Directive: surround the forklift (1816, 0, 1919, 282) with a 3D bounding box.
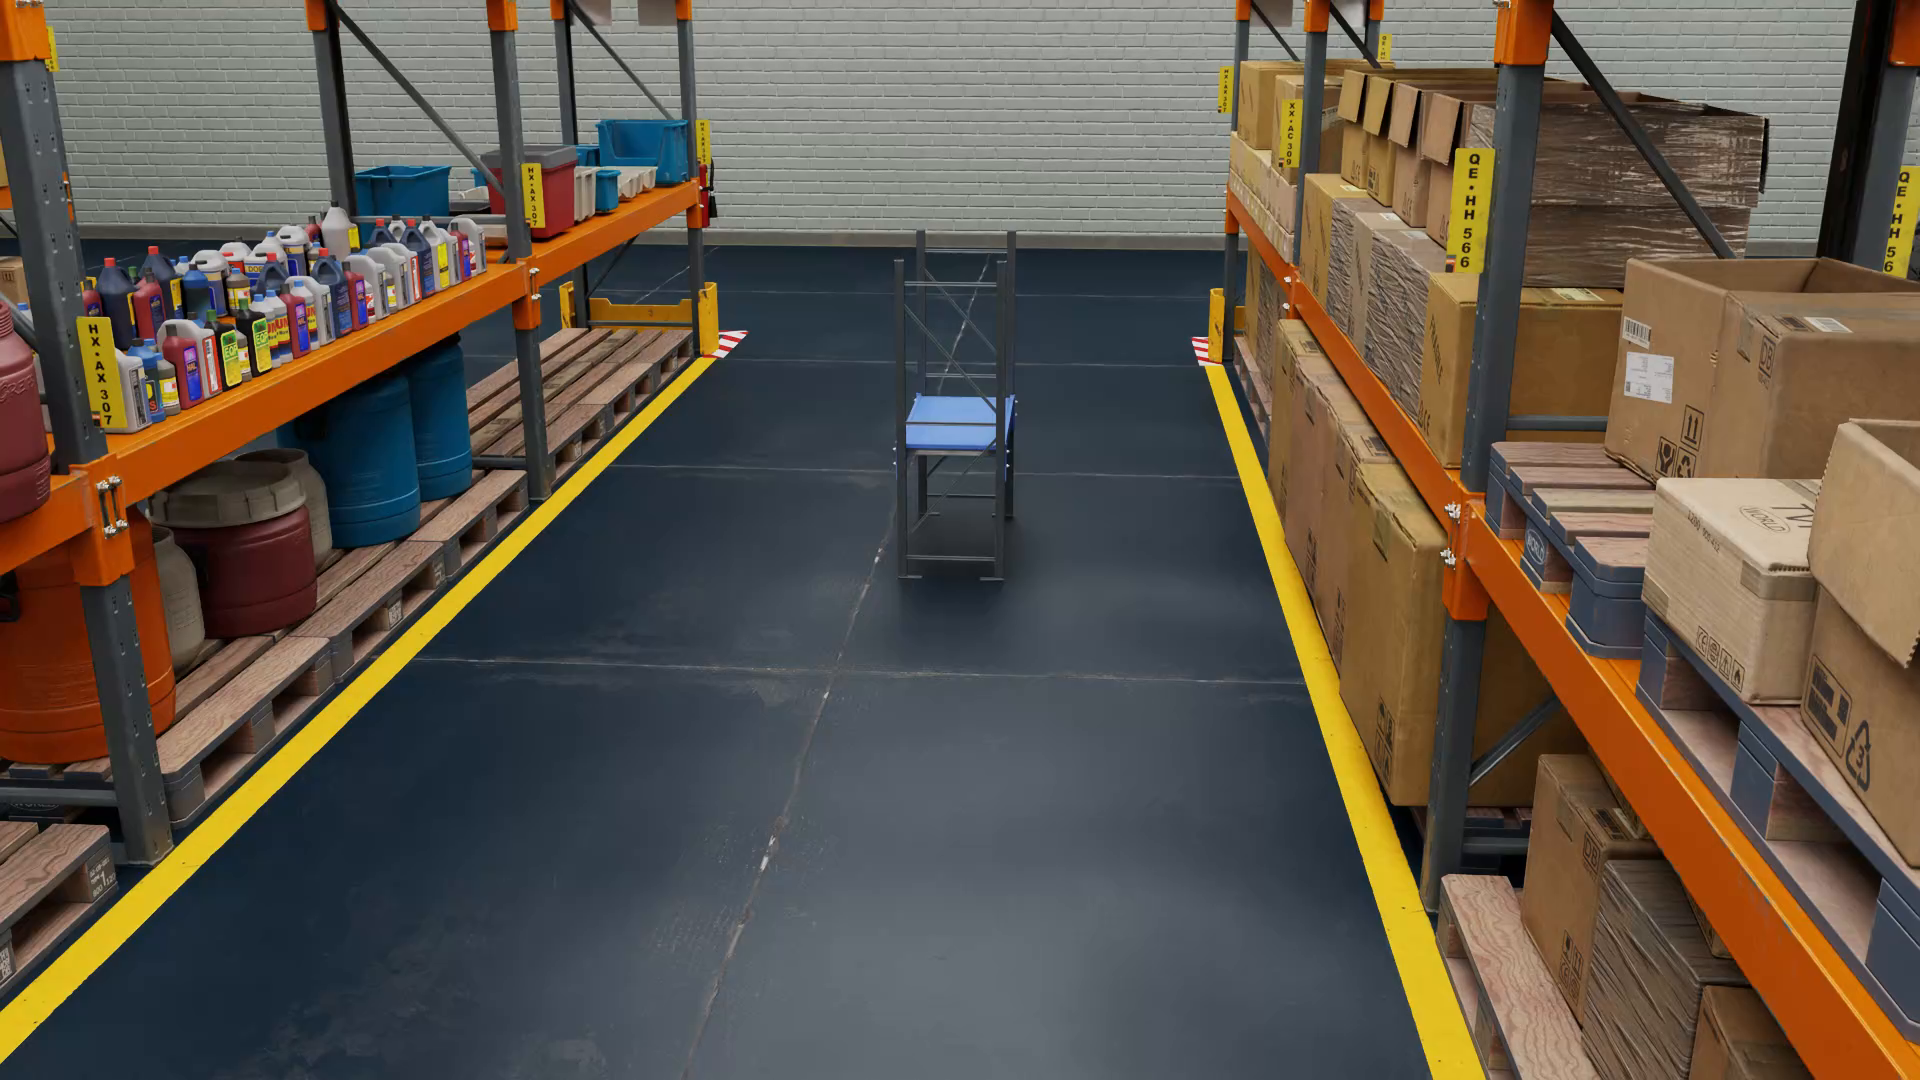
[{"bbox_3d":[4.504,-1.184,7.329,1.130,2.935,3.031,1,18,3],"label":"forklift"}]

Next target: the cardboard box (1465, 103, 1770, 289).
[{"bbox_3d":[1.970,-1.058,5.062,0.797,0.503,0.637,2,18,6],"label":"cardboard box"}]

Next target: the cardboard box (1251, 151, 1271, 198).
[{"bbox_3d":[2.069,-2.239,10.201,0.500,0.250,0.500,1,18,3],"label":"cardboard box"}]

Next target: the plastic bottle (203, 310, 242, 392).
[{"bbox_3d":[-2.597,-0.673,5.848,0.061,0.283,0.133,1,18,4],"label":"plastic bottle"}]

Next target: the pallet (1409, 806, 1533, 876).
[{"bbox_3d":[2.033,0.775,5.718,1.003,0.211,1.213,1,18,4],"label":"pallet"}]

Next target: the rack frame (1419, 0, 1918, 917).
[{"bbox_3d":[1.901,-0.307,4.542,1.000,3.000,0.127,1,18,4],"label":"rack frame"}]

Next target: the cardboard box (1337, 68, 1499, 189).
[{"bbox_3d":[2.151,-1.875,7.556,0.797,0.503,0.637,1,18,2],"label":"cardboard box"}]

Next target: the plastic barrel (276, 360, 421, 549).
[{"bbox_3d":[-2.859,-0.474,7.747,0.600,0.901,0.708,1,18,4],"label":"plastic barrel"}]

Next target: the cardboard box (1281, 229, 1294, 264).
[{"bbox_3d":[1.883,-1.532,8.684,0.380,0.149,0.250,1,18,4],"label":"cardboard box"}]

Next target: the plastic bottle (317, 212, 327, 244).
[{"bbox_3d":[-3.204,-1.500,8.371,0.061,0.283,0.133,1,18,4],"label":"plastic bottle"}]

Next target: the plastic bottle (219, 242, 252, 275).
[{"bbox_3d":[-3.232,-1.178,7.400,0.152,0.276,0.135,1,18,4],"label":"plastic bottle"}]

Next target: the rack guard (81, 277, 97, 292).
[{"bbox_3d":[-7.411,-1.802,13.120,1.175,0.500,0.348,1,18,4],"label":"rack guard"}]

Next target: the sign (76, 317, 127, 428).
[{"bbox_3d":[-2.490,-0.485,4.823,0.100,0.325,0.005,1,18,4],"label":"sign"}]

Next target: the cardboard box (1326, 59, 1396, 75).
[{"bbox_3d":[2.702,-3.061,11.505,0.500,0.500,0.500,2,18,5],"label":"cardboard box"}]

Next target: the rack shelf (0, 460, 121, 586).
[{"bbox_3d":[-3.182,0.546,3.096,1.077,0.370,4.000,1,18,4],"label":"rack shelf"}]

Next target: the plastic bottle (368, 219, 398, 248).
[{"bbox_3d":[-2.649,-1.289,7.620,0.144,0.351,0.185,1,18,4],"label":"plastic bottle"}]

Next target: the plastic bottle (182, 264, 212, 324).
[{"bbox_3d":[-3.154,-1.005,6.878,0.097,0.271,0.097,0,18,0],"label":"plastic bottle"}]

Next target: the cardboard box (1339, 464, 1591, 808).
[{"bbox_3d":[1.972,0.289,5.460,1.225,0.875,0.875,0,18,1],"label":"cardboard box"}]

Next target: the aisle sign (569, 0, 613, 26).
[{"bbox_3d":[-2.756,-4.166,12.146,0.394,0.787,0.004,1,18,4],"label":"aisle sign"}]

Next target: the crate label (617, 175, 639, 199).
[{"bbox_3d":[-2.374,-2.371,11.169,0.396,0.136,0.243,1,18,4],"label":"crate label"}]

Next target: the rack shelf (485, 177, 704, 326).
[{"bbox_3d":[-2.609,-1.939,10.679,1.077,0.370,4.000,1,18,4],"label":"rack shelf"}]

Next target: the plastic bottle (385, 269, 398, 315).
[{"bbox_3d":[-2.511,-1.087,7.243,0.097,0.201,0.097,0,18,0],"label":"plastic bottle"}]

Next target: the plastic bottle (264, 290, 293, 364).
[{"bbox_3d":[-2.583,-0.806,6.272,0.097,0.271,0.097,0,18,0],"label":"plastic bottle"}]

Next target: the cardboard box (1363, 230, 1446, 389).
[{"bbox_3d":[1.765,-0.829,5.976,0.500,0.500,0.500,1,18,2],"label":"cardboard box"}]

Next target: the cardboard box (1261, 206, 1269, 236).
[{"bbox_3d":[1.957,-1.851,9.659,0.380,0.149,0.250,2,18,5],"label":"cardboard box"}]

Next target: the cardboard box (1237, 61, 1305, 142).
[{"bbox_3d":[2.135,-2.920,11.075,0.500,0.500,0.500,1,18,3],"label":"cardboard box"}]

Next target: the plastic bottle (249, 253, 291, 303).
[{"bbox_3d":[-2.732,-0.963,6.624,0.144,0.351,0.185,1,18,4],"label":"plastic bottle"}]

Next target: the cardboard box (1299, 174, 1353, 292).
[{"bbox_3d":[1.906,-1.459,7.899,0.500,0.500,0.500,1,18,4],"label":"cardboard box"}]

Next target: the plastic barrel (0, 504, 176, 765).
[{"bbox_3d":[-3.021,0.262,5.617,0.600,0.830,0.708,1,18,4],"label":"plastic barrel"}]

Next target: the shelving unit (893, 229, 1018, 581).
[{"bbox_3d":[-0.006,-0.686,8.109,0.538,1.500,1.048,1,18,4],"label":"shelving unit"}]

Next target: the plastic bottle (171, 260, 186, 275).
[{"bbox_3d":[-3.291,-1.038,6.980,0.097,0.271,0.097,0,18,0],"label":"plastic bottle"}]

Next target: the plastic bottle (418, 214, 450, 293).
[{"bbox_3d":[-2.491,-1.344,7.785,0.144,0.351,0.185,1,18,4],"label":"plastic bottle"}]

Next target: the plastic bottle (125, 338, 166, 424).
[{"bbox_3d":[-2.650,-0.519,5.396,0.097,0.271,0.097,0,18,0],"label":"plastic bottle"}]

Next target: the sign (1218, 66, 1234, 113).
[{"bbox_3d":[1.922,-3.255,12.021,0.100,0.325,0.005,1,18,4],"label":"sign"}]

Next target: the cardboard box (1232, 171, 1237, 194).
[{"bbox_3d":[2.103,-2.489,11.607,0.380,0.149,0.250,1,18,3],"label":"cardboard box"}]

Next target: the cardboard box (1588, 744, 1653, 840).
[{"bbox_3d":[1.883,0.524,4.109,0.500,0.250,0.500,2,18,6],"label":"cardboard box"}]

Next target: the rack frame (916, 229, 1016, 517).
[{"bbox_3d":[0.030,-0.844,8.590,0.500,1.500,0.032,1,18,4],"label":"rack frame"}]

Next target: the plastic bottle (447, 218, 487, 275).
[{"bbox_3d":[-2.458,-1.471,8.295,0.152,0.276,0.135,1,18,4],"label":"plastic bottle"}]

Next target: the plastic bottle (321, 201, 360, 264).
[{"bbox_3d":[-3.103,-1.522,8.329,0.144,0.351,0.185,1,18,4],"label":"plastic bottle"}]

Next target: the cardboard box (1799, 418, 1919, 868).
[{"bbox_3d":[1.647,0.146,2.319,0.797,0.503,0.637,3,18,10],"label":"cardboard box"}]

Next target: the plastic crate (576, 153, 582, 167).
[{"bbox_3d":[-2.858,-2.577,11.643,0.416,0.233,0.300,1,18,4],"label":"plastic crate"}]

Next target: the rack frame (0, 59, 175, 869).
[{"bbox_3d":[-3.039,-0.417,4.880,1.000,3.000,0.127,1,18,4],"label":"rack frame"}]

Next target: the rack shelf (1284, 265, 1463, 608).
[{"bbox_3d":[2.045,-0.586,6.550,1.077,0.370,4.000,1,18,4],"label":"rack shelf"}]

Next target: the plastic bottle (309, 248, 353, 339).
[{"bbox_3d":[-2.570,-1.001,6.741,0.144,0.351,0.185,1,18,4],"label":"plastic bottle"}]

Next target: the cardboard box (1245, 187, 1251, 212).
[{"bbox_3d":[2.031,-2.170,10.631,0.380,0.149,0.250,1,18,3],"label":"cardboard box"}]

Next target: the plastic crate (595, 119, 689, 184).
[{"bbox_3d":[-2.303,-2.839,12.117,0.616,0.435,0.499,1,18,4],"label":"plastic crate"}]

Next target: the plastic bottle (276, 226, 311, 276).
[{"bbox_3d":[-3.191,-1.352,7.931,0.152,0.276,0.135,1,18,4],"label":"plastic bottle"}]

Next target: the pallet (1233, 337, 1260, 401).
[{"bbox_3d":[2.496,-1.216,11.796,1.003,0.211,1.213,1,18,4],"label":"pallet"}]

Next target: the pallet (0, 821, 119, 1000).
[{"bbox_3d":[-3.133,1.147,4.582,1.003,0.211,1.213,1,18,4],"label":"pallet"}]

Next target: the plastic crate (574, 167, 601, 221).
[{"bbox_3d":[-2.459,-2.102,10.115,0.437,0.282,0.530,1,18,4],"label":"plastic crate"}]
